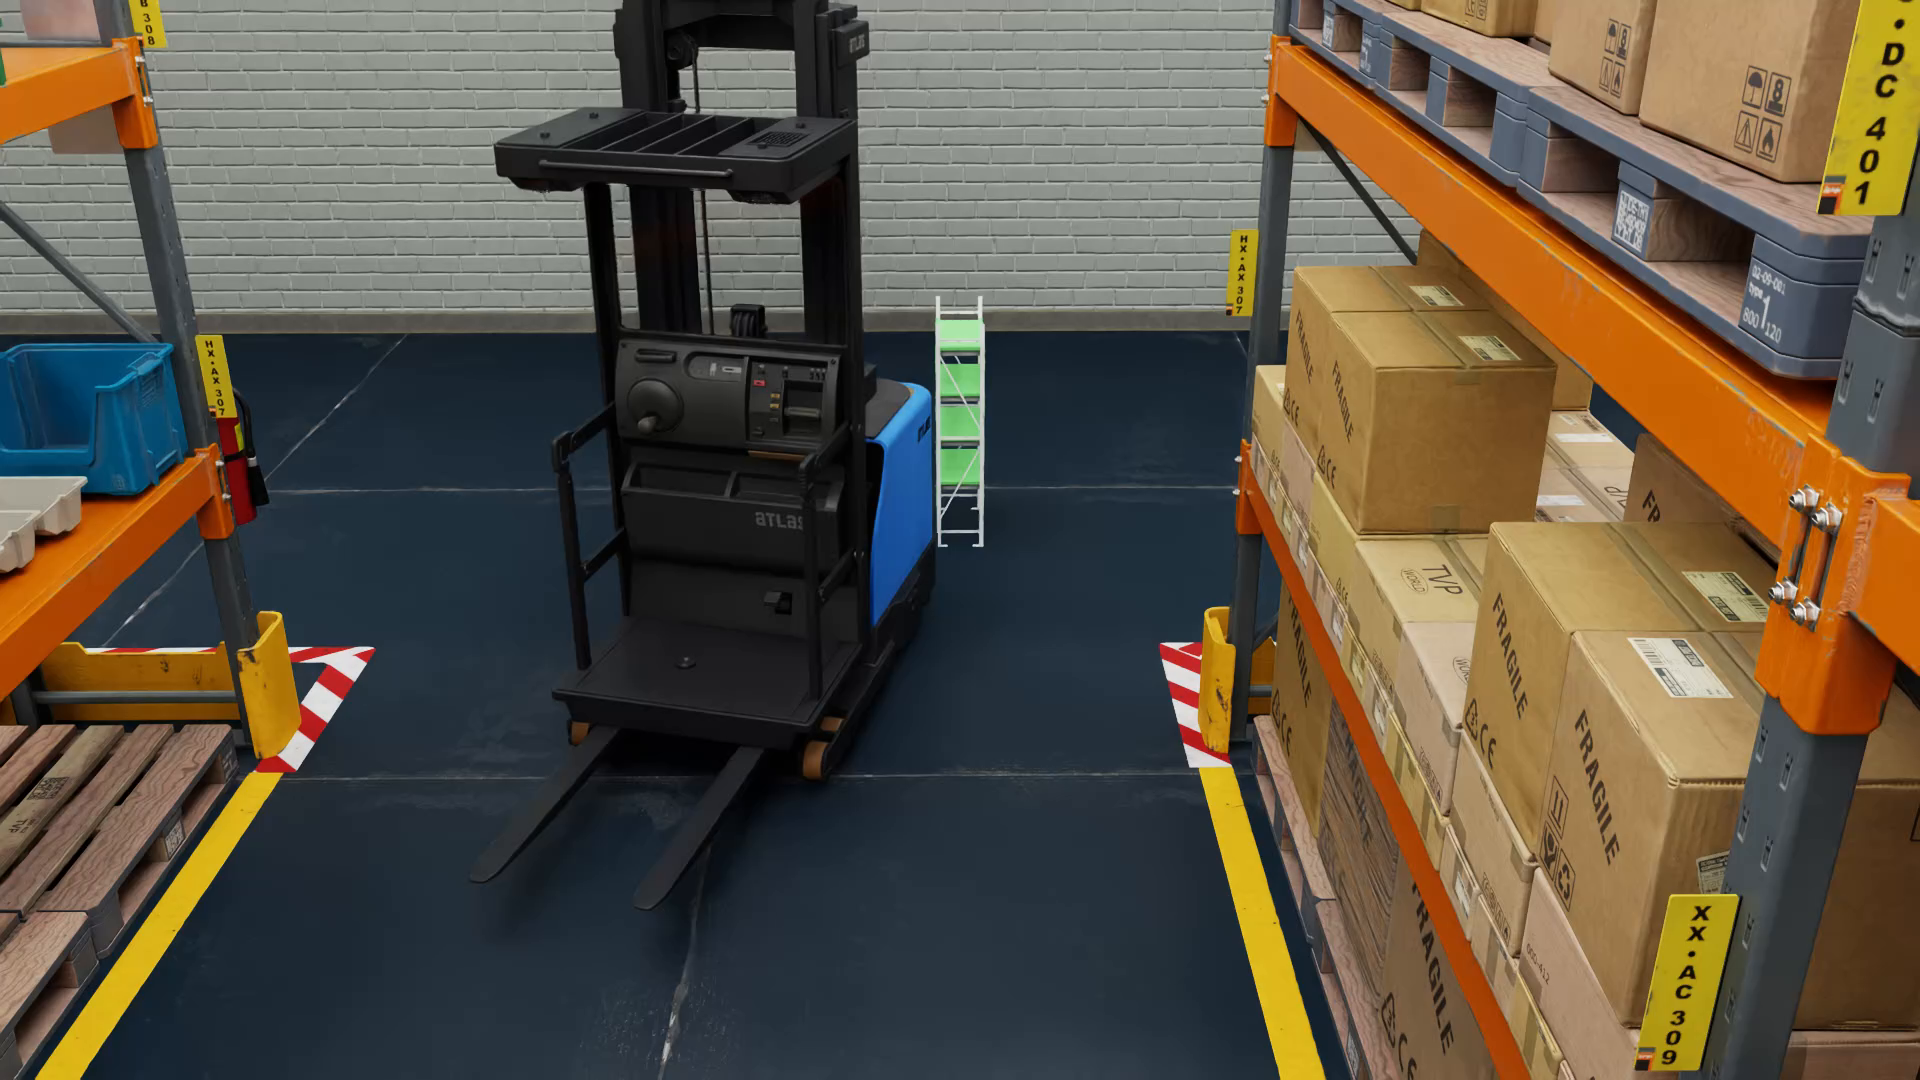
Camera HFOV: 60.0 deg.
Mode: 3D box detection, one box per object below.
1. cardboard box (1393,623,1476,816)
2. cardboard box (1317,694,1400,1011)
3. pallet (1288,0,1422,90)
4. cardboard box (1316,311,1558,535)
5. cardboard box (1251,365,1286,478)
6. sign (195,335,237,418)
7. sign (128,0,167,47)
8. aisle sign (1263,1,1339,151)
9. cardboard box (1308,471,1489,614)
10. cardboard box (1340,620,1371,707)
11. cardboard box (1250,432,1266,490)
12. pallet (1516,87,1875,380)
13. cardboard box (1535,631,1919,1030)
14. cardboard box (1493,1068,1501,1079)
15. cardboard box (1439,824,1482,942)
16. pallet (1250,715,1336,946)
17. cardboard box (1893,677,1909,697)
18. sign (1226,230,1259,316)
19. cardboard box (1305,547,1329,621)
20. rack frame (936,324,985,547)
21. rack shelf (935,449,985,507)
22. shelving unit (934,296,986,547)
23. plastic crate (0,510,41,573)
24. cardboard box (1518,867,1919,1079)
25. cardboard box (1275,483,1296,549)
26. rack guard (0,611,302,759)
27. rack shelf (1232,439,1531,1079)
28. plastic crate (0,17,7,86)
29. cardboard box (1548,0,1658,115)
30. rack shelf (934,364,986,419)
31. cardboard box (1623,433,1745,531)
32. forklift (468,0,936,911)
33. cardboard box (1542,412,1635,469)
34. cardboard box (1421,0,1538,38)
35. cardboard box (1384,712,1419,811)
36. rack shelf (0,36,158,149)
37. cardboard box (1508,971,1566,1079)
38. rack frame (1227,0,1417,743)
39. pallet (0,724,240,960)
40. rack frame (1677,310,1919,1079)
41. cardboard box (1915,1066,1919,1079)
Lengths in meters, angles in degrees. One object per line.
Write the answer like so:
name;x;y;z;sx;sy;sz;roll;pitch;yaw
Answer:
cardboard box;1.359;0.422;3.998;0.500;0.250;0.500;0;24;1
cardboard box;1.694;0.860;5.276;0.875;0.875;0.875;0;24;-1
pallet;1.615;-1.575;5.061;1.003;0.211;1.213;0;24;-1
cardboard box;1.349;-0.345;4.784;0.500;0.500;0.500;-1;24;-2
cardboard box;1.332;-0.423;5.866;0.500;0.250;0.500;-1;24;-2
sign;-2.806;-0.616;6.274;0.100;0.325;0.005;0;24;-1
sign;-2.806;-1.861;5.711;0.100;0.325;0.005;0;24;-1
aisle sign;1.296;-1.768;5.863;0.394;0.787;0.004;0;24;-1
cardboard box;1.346;-0.002;4.935;0.500;0.250;0.500;-1;24;-2
cardboard box;1.289;0.341;4.660;0.380;0.149;0.250;-1;24;-2
cardboard box;1.271;-0.292;6.062;0.380;0.149;0.250;0;24;0
pallet;1.642;-0.570;2.838;1.003;0.211;1.213;0;24;-1
cardboard box;1.368;0.496;2.923;0.500;0.500;0.500;0;24;1
cardboard box;1.713;1.598;3.646;0.875;0.875;0.875;0;24;-1
cardboard box;1.301;0.766;3.721;0.380;0.149;0.250;0;24;0
pallet;1.684;1.045;6.183;1.003;0.211;1.213;0;24;-1
cardboard box;1.891;0.486;2.946;0.500;0.500;0.500;0;24;-1
sign;1.042;-0.985;6.142;0.100;0.325;0.005;0;24;-1
cardboard box;1.284;0.131;5.125;0.380;0.149;0.250;-1;24;-2
rack frame;0.001;-0.514;8.431;0.240;1.200;0.015;0;24;-1
rack shelf;-0.002;-0.338;8.779;0.258;0.148;0.480;0;24;-1
shelving unit;-0.002;-0.615;8.654;0.258;1.200;0.503;0;24;-1
plastic crate;-3.177;0.015;5.324;0.396;0.136;0.243;0;24;-1
cardboard box;1.373;0.846;3.061;0.500;0.250;0.500;-1;24;-2
cardboard box;1.278;-0.081;5.595;0.380;0.149;0.250;-1;24;-2
rack guard;-3.369;0.597;6.824;1.175;0.500;0.348;0;24;-1
rack shelf;1.618;0.597;4.663;1.077;0.370;4.000;0;24;-1
plastic crate;-3.060;-1.397;4.817;0.450;0.188;0.336;0;24;-1
cardboard box;1.570;-1.099;3.149;0.700;0.500;0.500;1;24;2
rack shelf;-0.002;-0.775;8.581;0.258;0.148;0.480;0;24;-1
cardboard box;1.883;0.069;3.869;0.500;0.500;0.500;-1;24;-2
forklift;-0.977;-0.547;6.403;1.130;2.935;3.031;6;25;13
cardboard box;1.872;-0.214;5.405;0.500;0.250;0.500;-1;24;-1
cardboard box;1.596;-1.545;4.133;0.700;0.500;0.500;-2;24;-4
cardboard box;1.295;0.554;4.189;0.380;0.149;0.250;-1;24;-1
rack shelf;-3.334;-0.747;3.995;1.077;0.370;4.000;0;24;-1
cardboard box;1.306;0.978;3.253;0.380;0.149;0.250;0;24;0
rack frame;1.597;-0.555;6.336;1.000;3.000;0.127;0;24;-1
pallet;-3.386;1.078;6.110;1.003;0.211;1.213;0;24;-1
rack frame;1.640;1.094;2.692;1.000;3.000;0.127;0;24;-1
cardboard box;1.897;0.832;3.092;0.500;0.250;0.500;-1;24;-2
